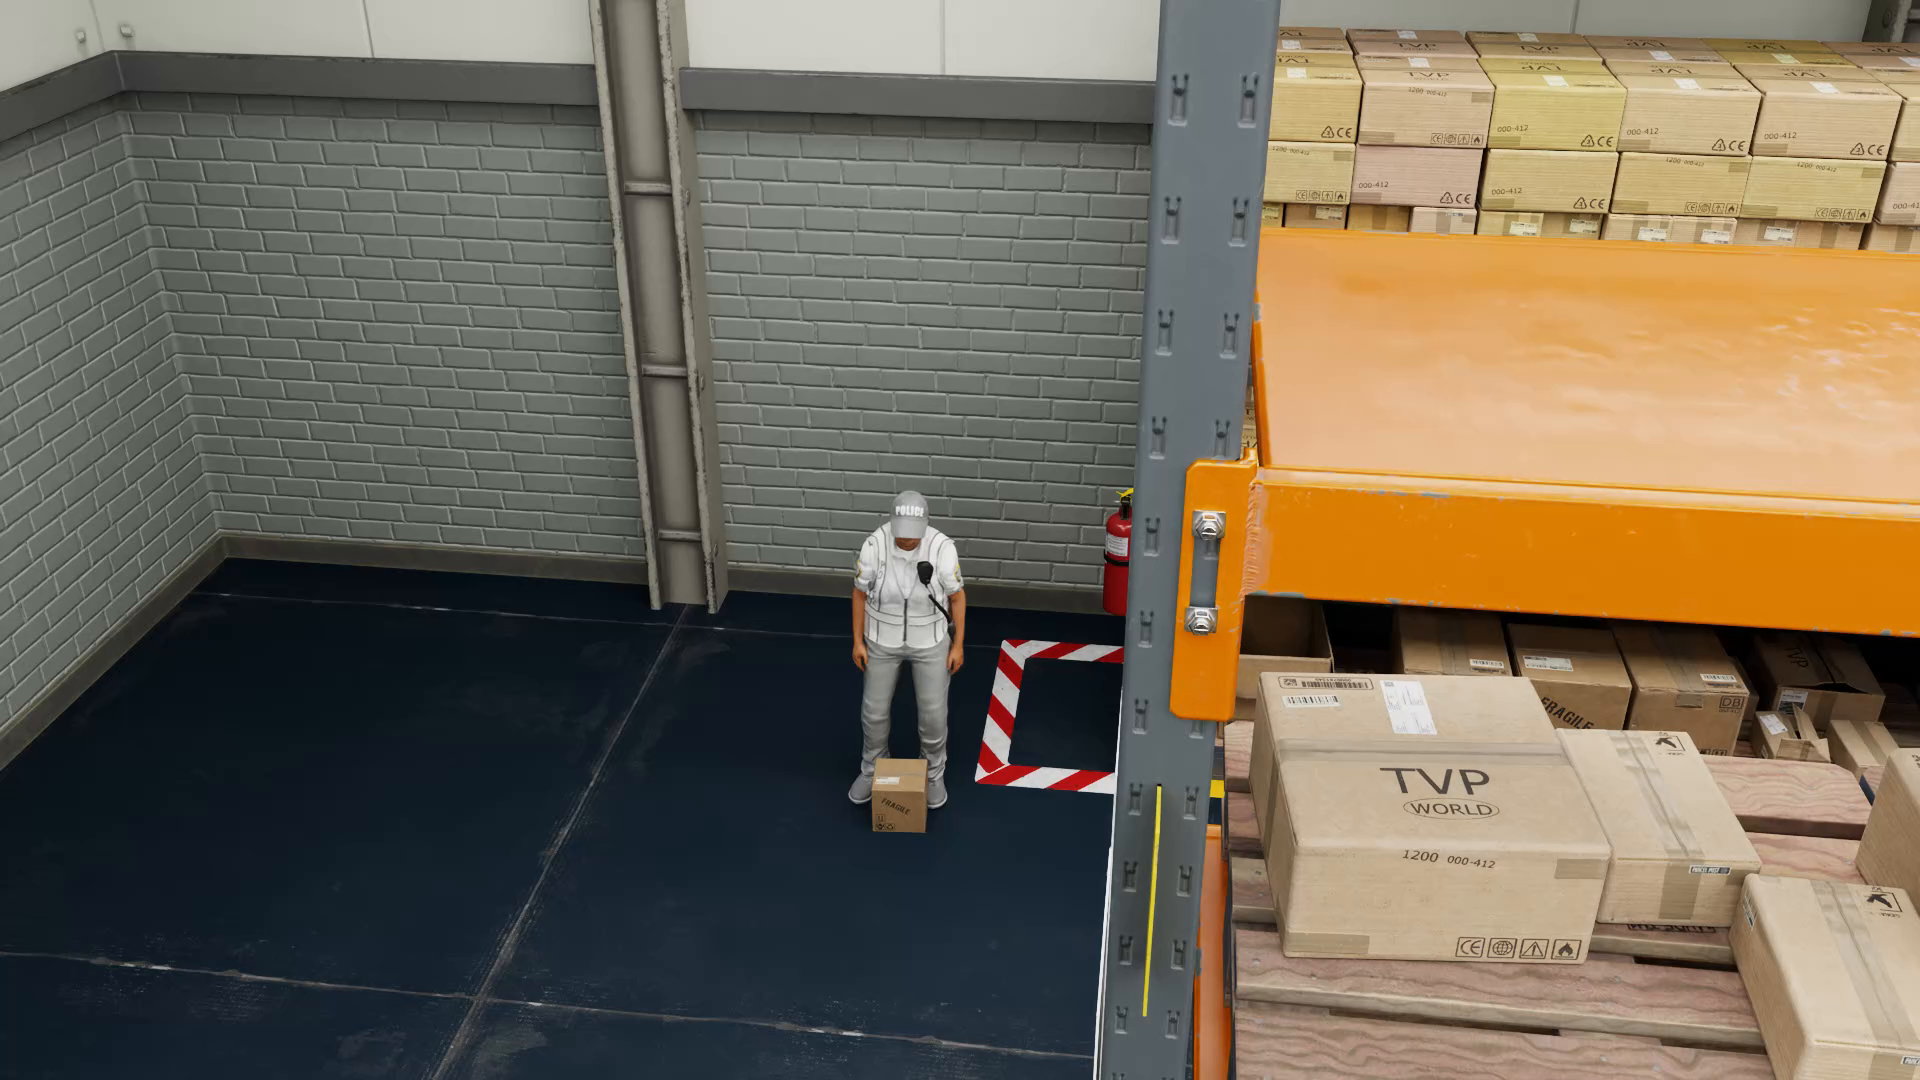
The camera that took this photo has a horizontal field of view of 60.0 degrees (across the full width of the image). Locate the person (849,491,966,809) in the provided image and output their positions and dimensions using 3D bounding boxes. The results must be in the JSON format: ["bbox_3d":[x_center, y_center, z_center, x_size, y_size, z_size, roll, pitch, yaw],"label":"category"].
[{"bbox_3d":[-0.258,0.496,7.808,0.564,1.667,0.465,2,29,3],"label":"person"}]
